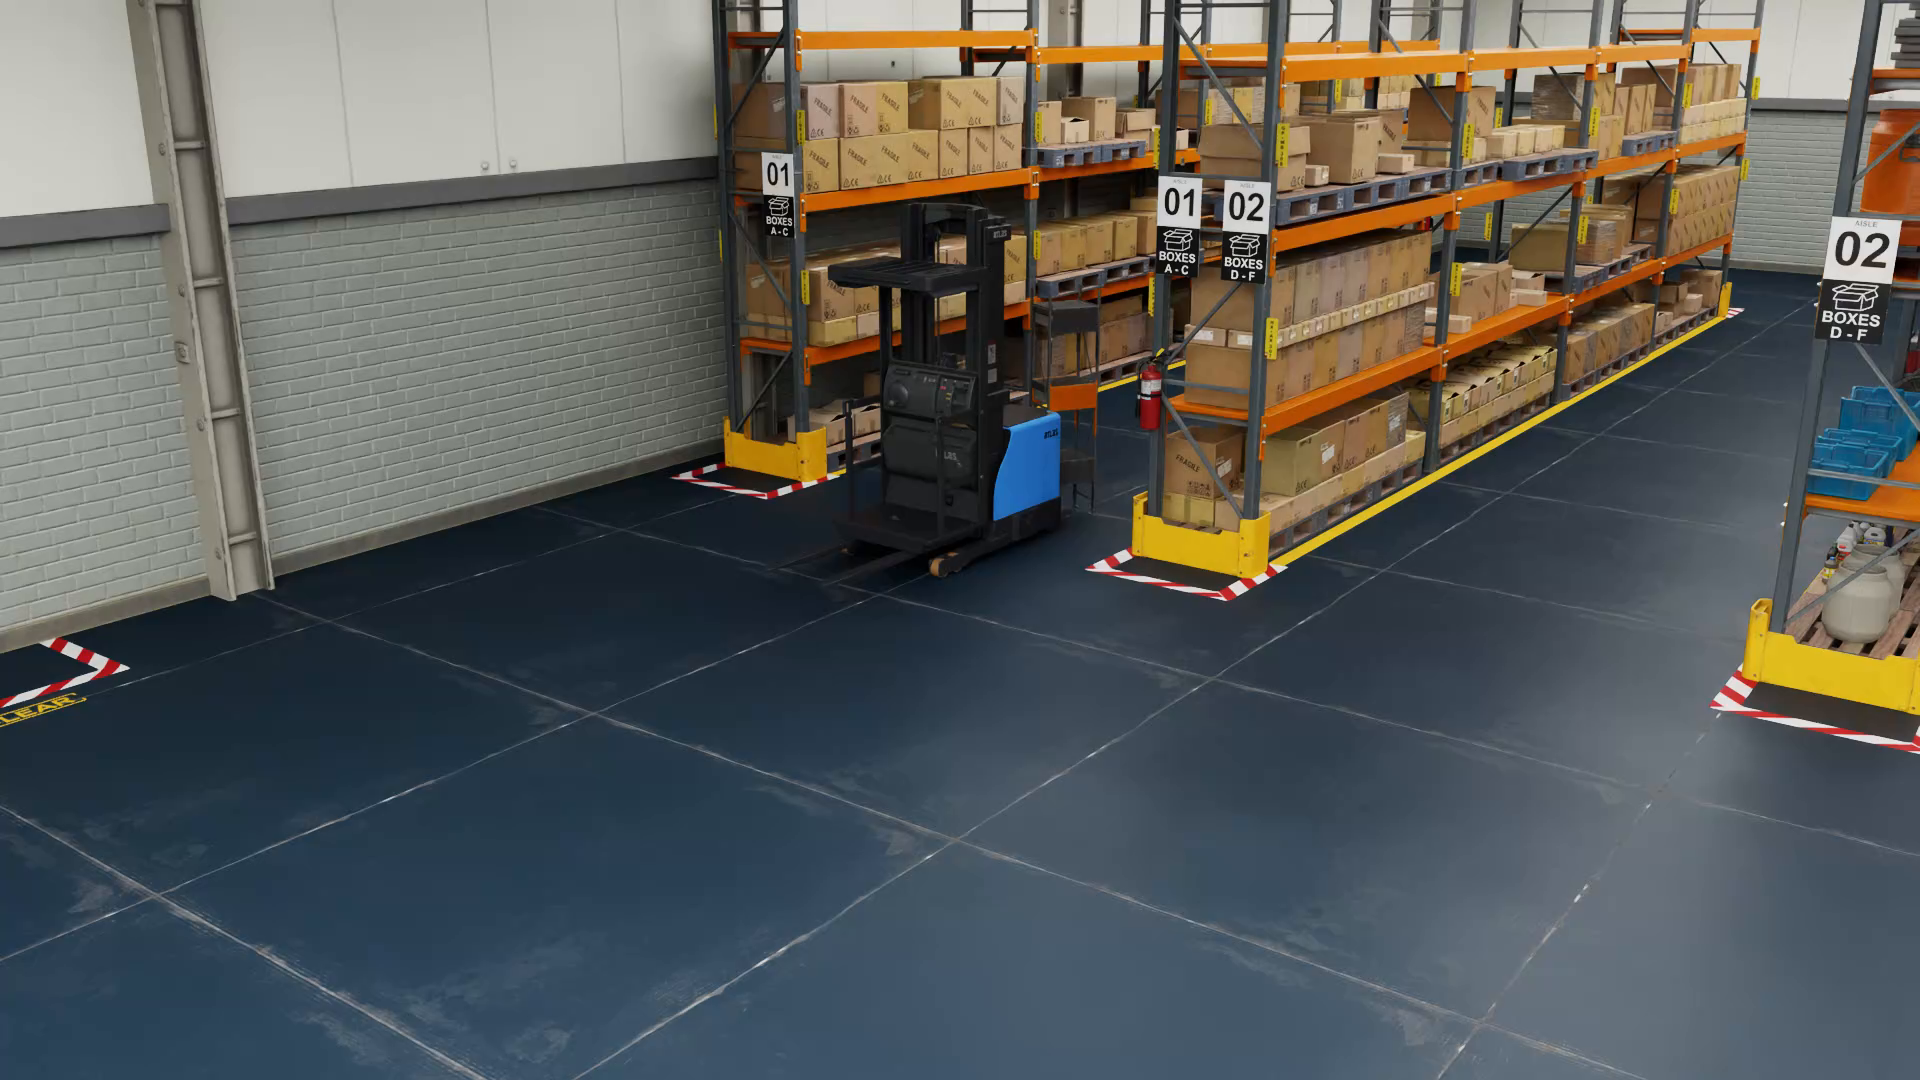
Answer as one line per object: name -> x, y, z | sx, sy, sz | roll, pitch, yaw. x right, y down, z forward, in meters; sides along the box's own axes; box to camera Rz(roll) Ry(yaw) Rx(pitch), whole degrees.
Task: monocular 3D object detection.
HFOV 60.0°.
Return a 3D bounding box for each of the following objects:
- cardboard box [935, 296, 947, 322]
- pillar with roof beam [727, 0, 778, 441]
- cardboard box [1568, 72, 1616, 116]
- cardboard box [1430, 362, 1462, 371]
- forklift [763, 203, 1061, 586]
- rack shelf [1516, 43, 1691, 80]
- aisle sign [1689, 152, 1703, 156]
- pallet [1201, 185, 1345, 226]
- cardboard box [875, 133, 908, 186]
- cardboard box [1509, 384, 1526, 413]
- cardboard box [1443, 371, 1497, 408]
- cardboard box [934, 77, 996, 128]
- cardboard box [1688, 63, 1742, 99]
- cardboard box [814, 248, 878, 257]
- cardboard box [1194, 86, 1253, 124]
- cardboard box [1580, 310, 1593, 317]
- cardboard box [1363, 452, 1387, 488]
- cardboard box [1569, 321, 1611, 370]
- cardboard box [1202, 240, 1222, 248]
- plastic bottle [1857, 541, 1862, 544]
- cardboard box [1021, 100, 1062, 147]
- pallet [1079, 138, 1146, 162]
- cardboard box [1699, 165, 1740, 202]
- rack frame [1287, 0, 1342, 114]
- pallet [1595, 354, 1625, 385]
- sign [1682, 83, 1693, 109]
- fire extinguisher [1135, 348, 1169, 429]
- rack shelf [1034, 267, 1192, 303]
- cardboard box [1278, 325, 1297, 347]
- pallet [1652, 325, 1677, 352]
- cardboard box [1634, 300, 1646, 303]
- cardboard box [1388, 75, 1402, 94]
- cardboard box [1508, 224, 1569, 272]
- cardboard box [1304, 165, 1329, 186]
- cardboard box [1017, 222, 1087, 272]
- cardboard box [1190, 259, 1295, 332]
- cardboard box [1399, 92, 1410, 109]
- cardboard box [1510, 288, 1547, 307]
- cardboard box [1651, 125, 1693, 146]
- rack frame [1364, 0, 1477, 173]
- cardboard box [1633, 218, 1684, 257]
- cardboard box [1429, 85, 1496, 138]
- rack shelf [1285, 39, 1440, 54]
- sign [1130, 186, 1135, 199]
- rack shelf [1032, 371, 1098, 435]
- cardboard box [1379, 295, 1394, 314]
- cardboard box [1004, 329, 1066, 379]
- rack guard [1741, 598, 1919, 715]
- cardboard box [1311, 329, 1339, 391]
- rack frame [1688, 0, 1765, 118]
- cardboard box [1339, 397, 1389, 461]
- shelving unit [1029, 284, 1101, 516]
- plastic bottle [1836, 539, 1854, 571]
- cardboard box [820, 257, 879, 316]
cardboard box -> -0.482, -2.495, 17.939 | 0.500, 0.250, 0.500 | 13, 21, 35
pillar with roof beam -> 1.243, -4.554, 14.236 | 9.100, 9.000, 0.400 | 12, 21, 35
cardboard box -> 7.683, -5.465, 20.371 | 0.500, 0.500, 0.500 | 12, 21, 35
cardboard box -> 5.344, -1.873, 18.702 | 0.500, 0.311, 0.500 | 12, 21, 34
forklift -> -0.386, -1.252, 13.833 | 1.130, 2.935, 3.031 | 13, 21, 36
rack shelf -> 8.002, -5.968, 20.676 | 1.077, 0.370, 4.000 | 12, 21, 35
aisle sign -> 11.382, -6.376, 25.836 | 0.394, 0.787, 0.004 | 12, 21, 35
pallet -> 2.486, -2.810, 13.826 | 1.003, 0.211, 1.213 | 12, 21, 35
cardboard box -> -0.882, -3.902, 16.990 | 0.500, 0.500, 0.500 | 14, 22, 37
cardboard box -> 6.086, -1.638, 18.888 | 0.500, 0.250, 0.500 | 13, 21, 36
cardboard box -> 5.483, -1.660, 18.014 | 0.500, 0.311, 0.500 | 12, 21, 33
cardboard box -> 0.046, -4.750, 18.036 | 0.500, 0.500, 0.500 | 14, 22, 38
cardboard box -> 11.284, -6.899, 24.991 | 0.700, 0.500, 0.500 | 12, 21, 35
cardboard box -> -1.214, -2.818, 17.716 | 0.500, 0.500, 0.500 | 12, 21, 33
cardboard box -> 3.686, -6.117, 23.415 | 0.700, 0.500, 0.500 | 14, 22, 37
cardboard box -> 8.097, -2.812, 22.213 | 0.500, 0.500, 0.500 | 13, 21, 35
cardboard box -> 3.734, -0.708, 15.894 | 0.500, 0.250, 0.500 | 12, 21, 35
cardboard box -> 7.921, -2.480, 21.145 | 0.500, 0.500, 0.500 | 12, 21, 34
cardboard box -> 3.325, -4.306, 22.847 | 0.500, 0.500, 0.500 | 13, 22, 36
plastic bottle -> 7.020, 0.156, 13.022 | 0.061, 0.283, 0.133 | 12, 21, 35
cardboard box -> 0.836, -4.880, 19.466 | 0.500, 0.500, 0.500 | 16, 24, 42
pallet -> 1.515, -4.802, 20.407 | 1.213, 0.211, 1.003 | 12, 21, 35
cardboard box -> 11.533, -5.437, 25.341 | 0.500, 0.500, 0.500 | 12, 21, 34
rack frame -> 5.213, -7.854, 24.860 | 1.000, 3.000, 0.127 | 12, 21, 35
pallet -> 8.013, -2.290, 21.762 | 1.003, 0.211, 1.213 | 12, 21, 35
sign -> 9.641, -5.884, 22.041 | 0.100, 0.325, 0.005 | 12, 21, 35
fire extinguisher -> 1.600, -1.273, 13.915 | 0.296, 0.674, 0.183 | 12, 21, 35
rack shelf -> 1.638, -3.216, 21.255 | 1.077, 0.370, 4.000 | 12, 21, 35
cardboard box -> 2.605, -1.732, 14.002 | 0.380, 0.149, 0.250 | 12, 21, 33
pallet -> 9.603, -2.946, 23.874 | 1.003, 0.211, 1.213 | 12, 21, 35
cardboard box -> 9.752, -3.405, 24.441 | 0.500, 0.311, 0.500 | 12, 21, 35
cardboard box -> 6.768, -7.443, 26.708 | 0.500, 0.500, 0.500 | 11, 21, 32
cardboard box -> 7.095, -3.580, 20.336 | 0.700, 0.500, 0.500 | 5, 18, 16
cardboard box -> 2.886, -3.085, 14.042 | 0.380, 0.149, 0.250 | 12, 21, 35
cardboard box -> 1.116, -3.588, 20.329 | 0.700, 0.500, 0.500 | 15, 23, 40
cardboard box -> 2.363, -2.045, 13.914 | 0.700, 0.500, 0.500 | 13, 21, 35
cardboard box -> 7.064, -7.205, 27.205 | 0.500, 0.250, 0.500 | 11, 21, 33
cardboard box -> 6.496, -2.778, 19.056 | 0.380, 0.149, 0.250 | 12, 21, 35
cardboard box -> 9.682, -5.547, 22.743 | 0.500, 0.250, 0.500 | 12, 21, 35
rack frame -> 4.427, -5.074, 15.908 | 1.000, 3.000, 0.127 | 12, 21, 35
cardboard box -> 9.716, -4.235, 23.155 | 0.500, 0.500, 0.500 | 13, 22, 36
cardboard box -> 5.147, -4.408, 17.103 | 0.500, 0.500, 0.500 | 15, 23, 40
rack shelf -> 6.405, -7.795, 26.560 | 1.077, 0.370, 4.000 | 12, 21, 35
sign -> 2.382, -4.686, 22.823 | 0.100, 0.325, 0.005 | 12, 21, 35
rack shelf -> 0.943, -1.234, 15.217 | 0.480, 0.518, 0.431 | -7, 19, -23
cardboard box -> 3.829, -2.221, 15.577 | 0.380, 0.149, 0.250 | 12, 21, 34
cardboard box -> 0.871, -2.278, 20.493 | 0.700, 0.500, 0.500 | 13, 22, 37
rack guard -> 6.027, 0.788, 11.364 | 1.175, 0.500, 0.348 | 12, 21, 35
cardboard box -> 2.941, -1.656, 14.849 | 0.700, 0.500, 0.500 | 13, 21, 35
rack frame -> 11.577, -7.932, 25.112 | 1.000, 3.000, 0.127 | 12, 21, 35
cardboard box -> 3.724, -1.068, 15.790 | 0.500, 0.500, 0.500 | 12, 21, 35
shelving unit -> 0.943, -1.247, 15.213 | 0.503, 2.100, 0.431 | -7, 19, -23
plastic bottle -> 6.934, 0.141, 13.083 | 0.152, 0.276, 0.135 | 13, 21, 35
cardboard box -> -1.109, -2.603, 17.023 | 0.500, 0.500, 0.500 | 12, 21, 35
